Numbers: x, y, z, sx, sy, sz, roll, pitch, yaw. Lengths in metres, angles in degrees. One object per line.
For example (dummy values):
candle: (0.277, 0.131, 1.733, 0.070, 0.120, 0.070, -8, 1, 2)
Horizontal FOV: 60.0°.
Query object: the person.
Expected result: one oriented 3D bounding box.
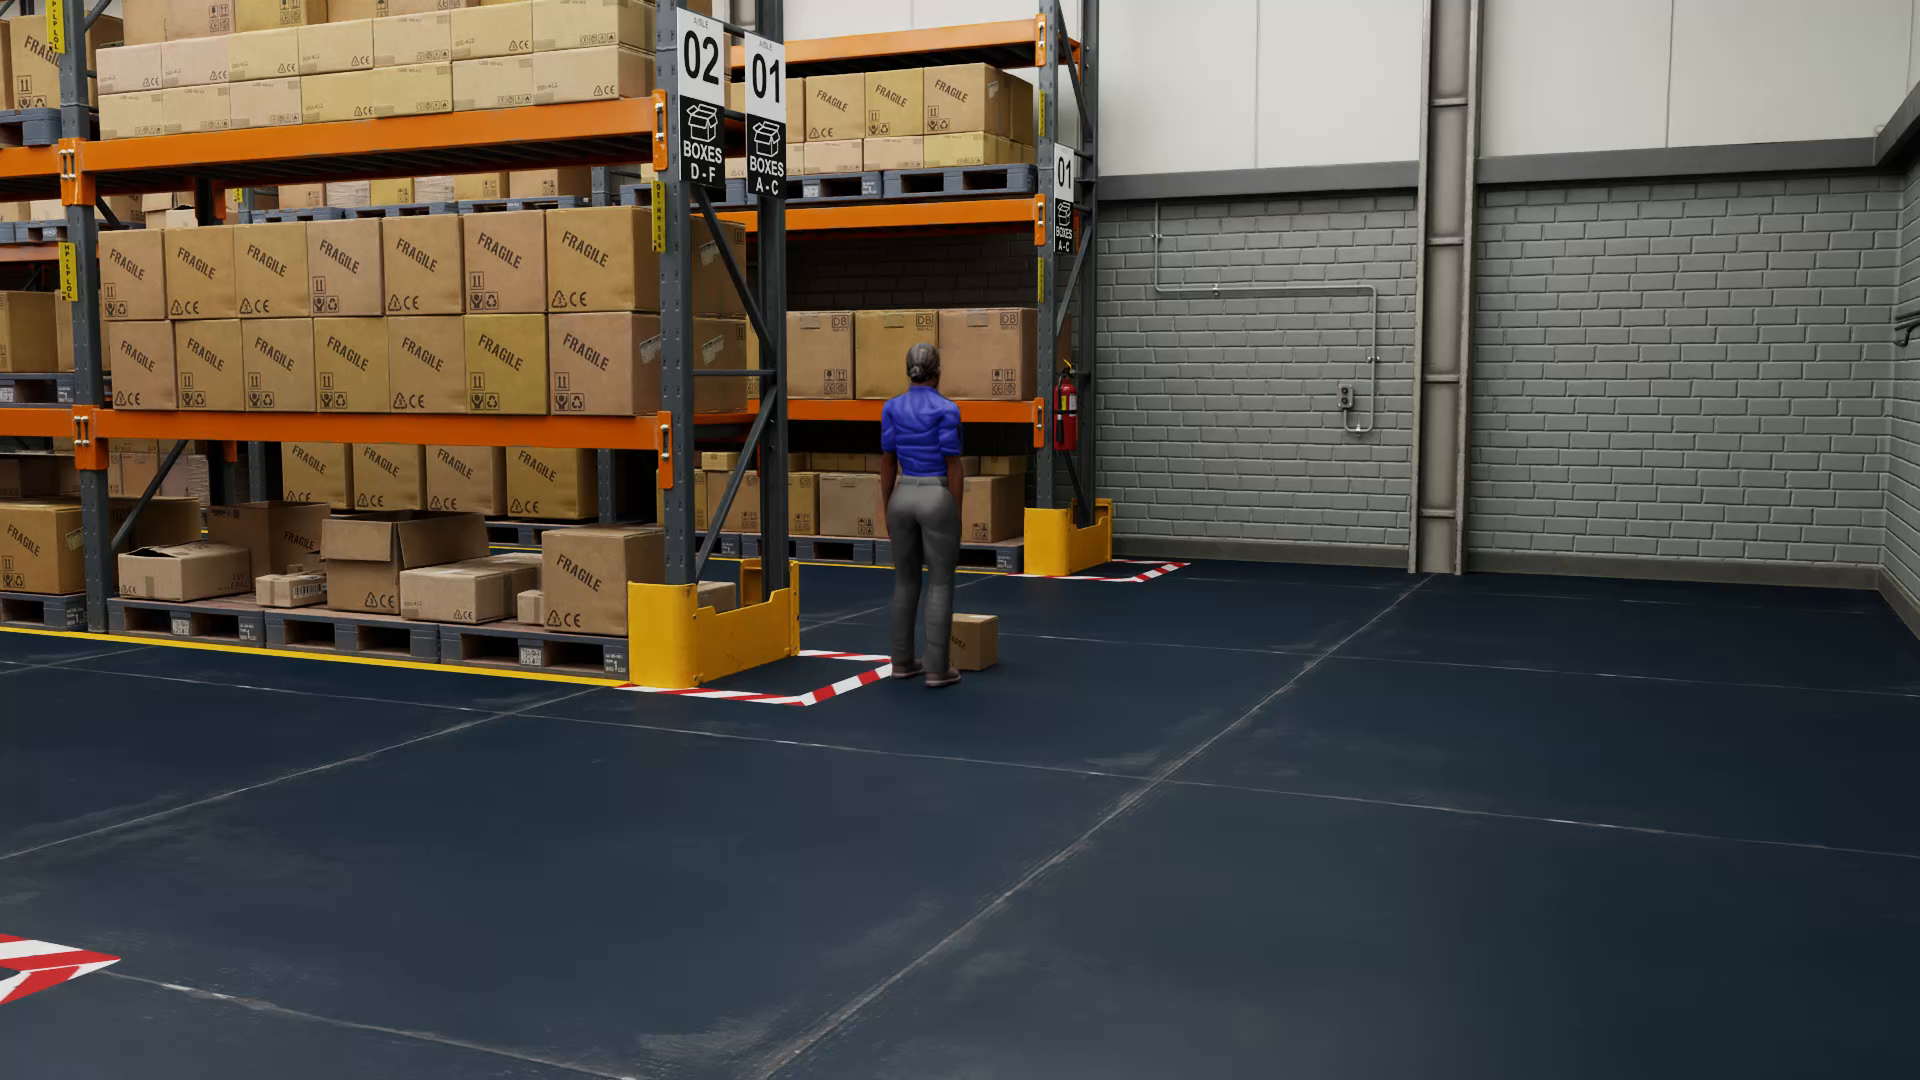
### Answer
person: (-0.161, -0.134, 8.134, 0.440, 1.656, 0.419, 3, 6, 25)
